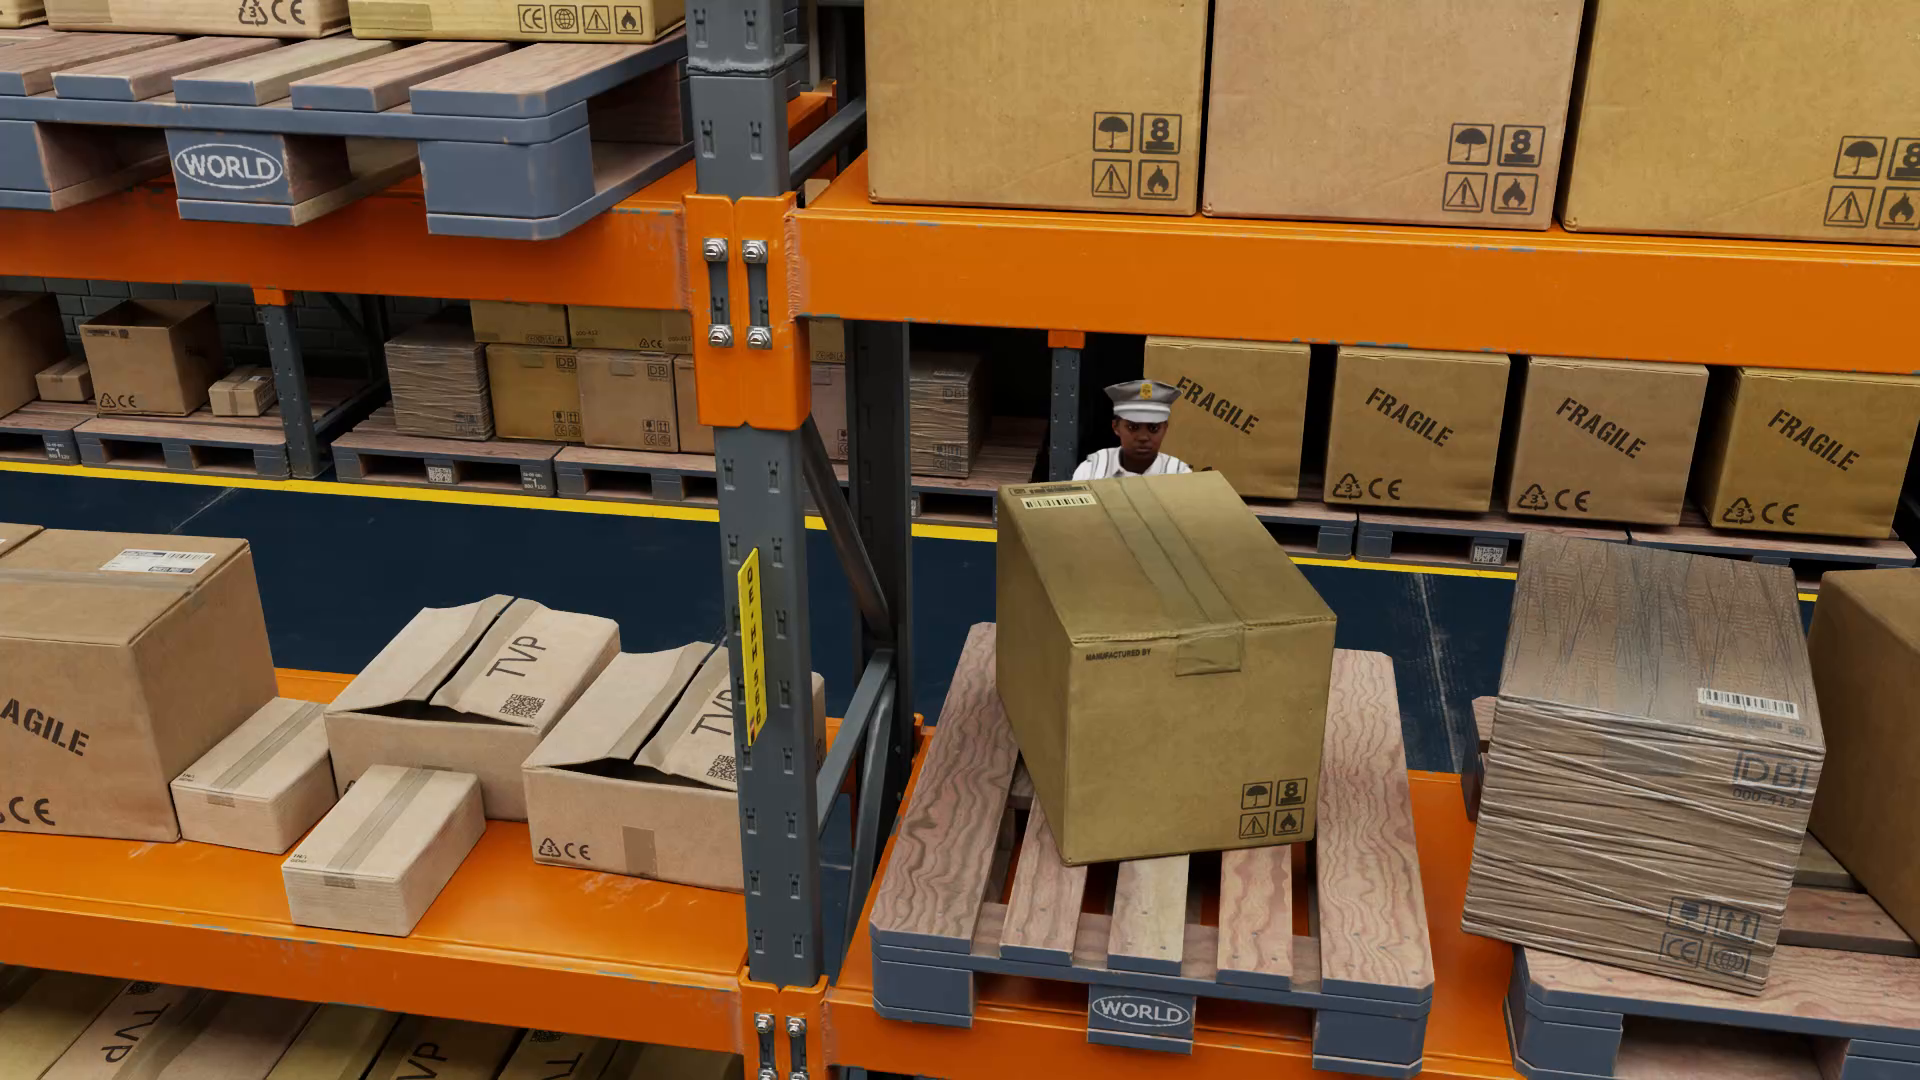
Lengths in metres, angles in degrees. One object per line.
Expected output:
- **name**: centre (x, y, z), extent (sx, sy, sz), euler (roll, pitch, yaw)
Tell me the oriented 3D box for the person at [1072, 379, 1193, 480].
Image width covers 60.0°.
- **person**: centre (0.538, 0.300, 5.424), extent (0.462, 1.697, 0.530), euler (3, 25, 6)
